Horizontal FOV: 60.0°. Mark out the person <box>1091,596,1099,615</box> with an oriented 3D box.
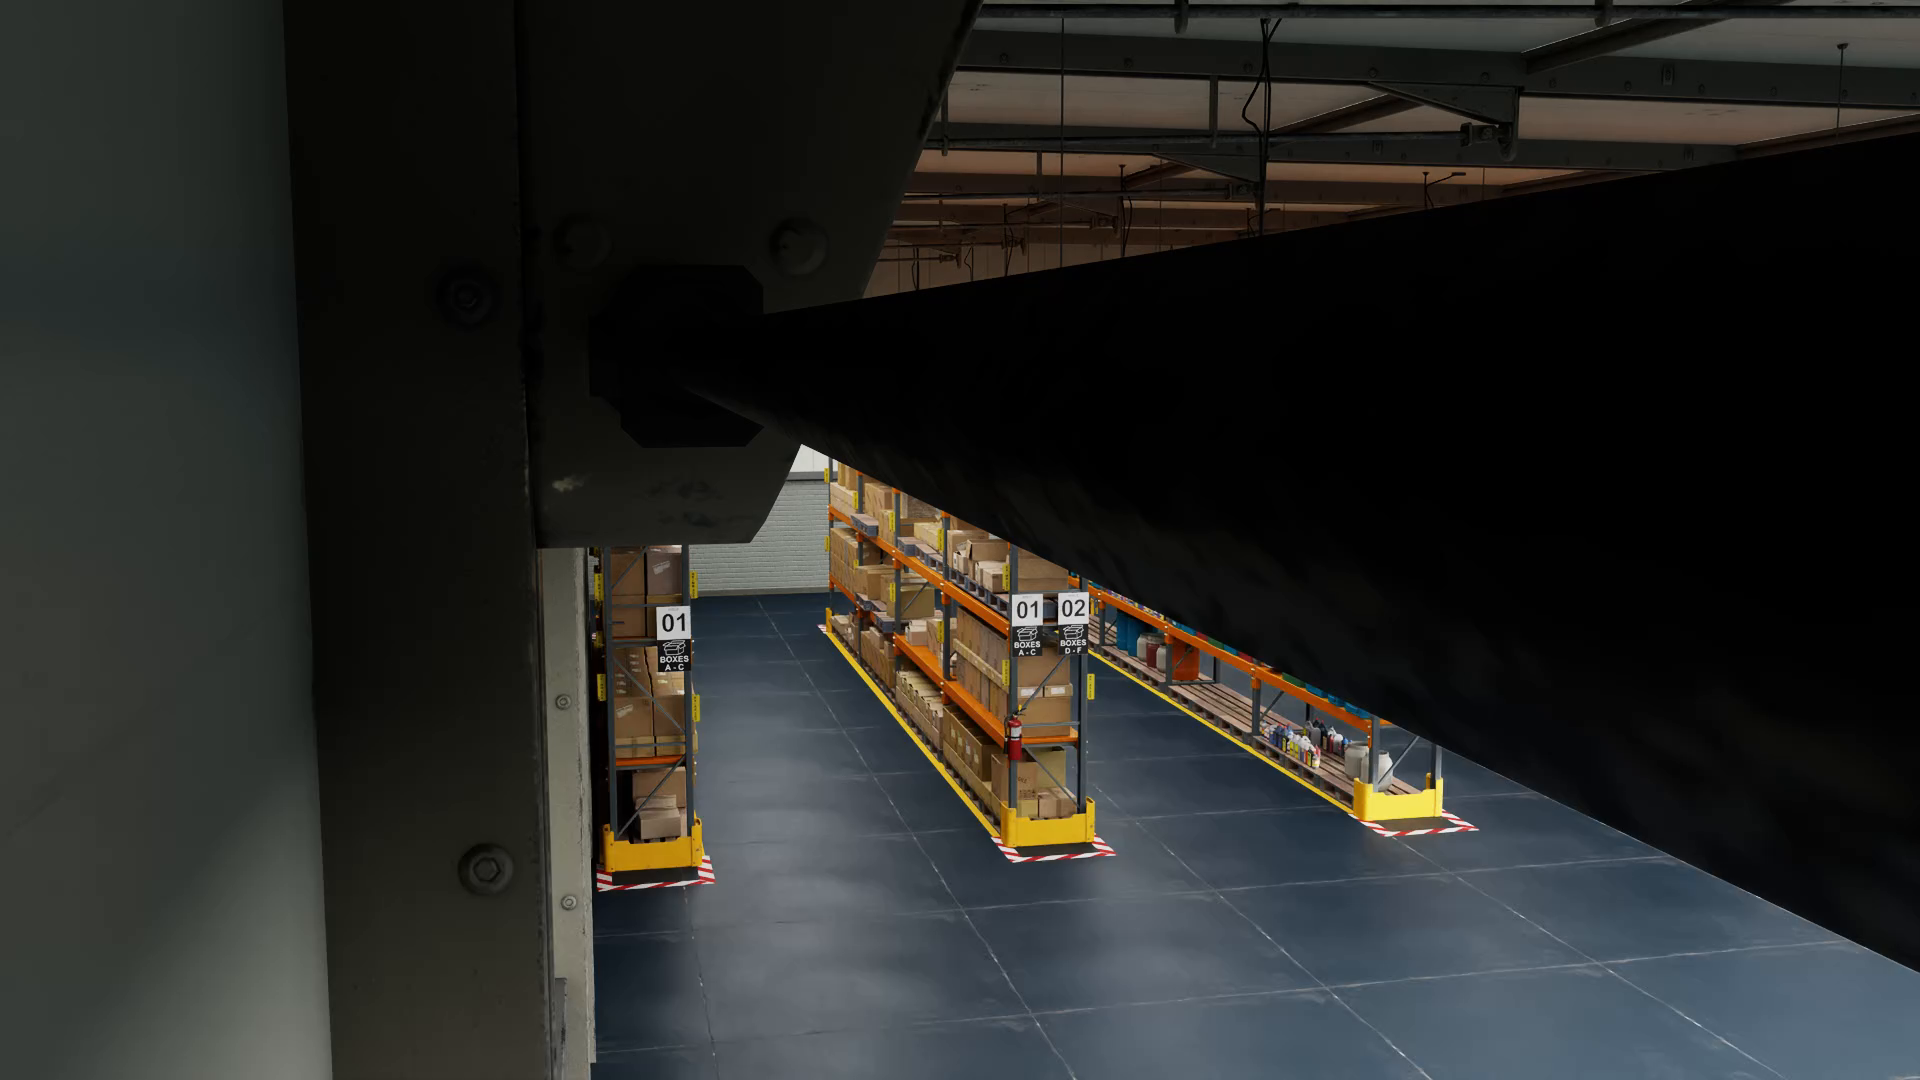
[{"bbox_3d":[3.194,0.943,38.646,0.603,1.675,0.638,2,7,17],"label":"person"}]
